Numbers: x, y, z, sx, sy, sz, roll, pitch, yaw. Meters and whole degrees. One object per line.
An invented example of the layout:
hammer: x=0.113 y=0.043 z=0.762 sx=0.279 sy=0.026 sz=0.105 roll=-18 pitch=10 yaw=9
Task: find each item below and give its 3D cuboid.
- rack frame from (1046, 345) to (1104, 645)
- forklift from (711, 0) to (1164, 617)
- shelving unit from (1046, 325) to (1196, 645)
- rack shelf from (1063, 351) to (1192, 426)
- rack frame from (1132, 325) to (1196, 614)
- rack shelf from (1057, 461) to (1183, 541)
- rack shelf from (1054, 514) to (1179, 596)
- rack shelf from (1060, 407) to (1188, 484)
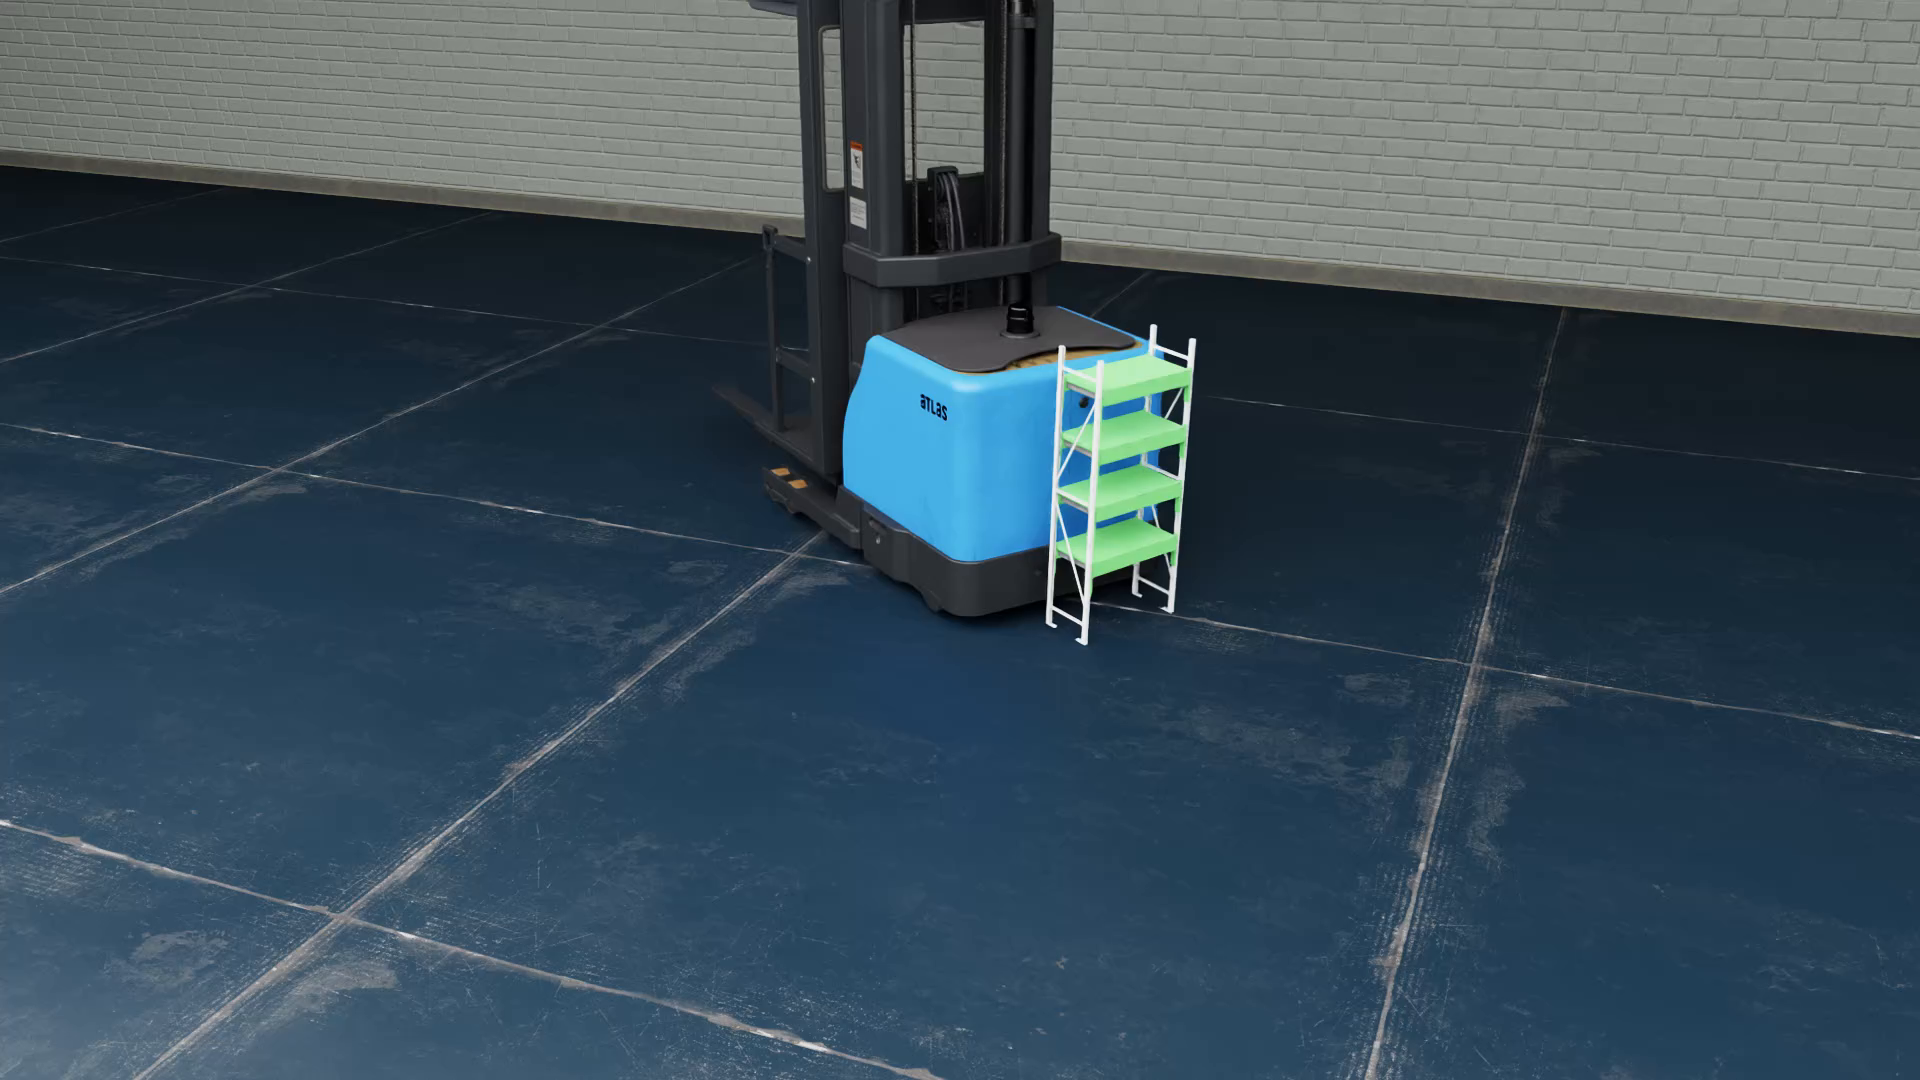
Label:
rack frame: x=0.449 y=-0.162 z=6.570 sx=0.015 sy=1.200 sz=0.240 roll=-17 pitch=30 yaw=-35
forklift: x=-0.318 y=-1.560 z=7.682 sx=1.130 sy=2.935 sz=3.031 roll=-13 pitch=26 yaw=-28
shelving unit: x=0.641 y=-0.220 z=6.709 sx=0.503 sy=1.200 sz=0.258 roll=-17 pitch=30 yaw=-35
rack shelf: x=0.650 y=-0.600 z=6.538 sx=0.480 sy=0.148 sz=0.258 roll=-17 pitch=30 yaw=-35
rack frame: x=0.833 y=-0.278 z=6.847 sx=0.015 sy=1.200 sz=0.240 roll=-17 pitch=30 yaw=-35
rack shelf: x=0.640 y=-0.162 z=6.735 sx=0.480 sy=0.148 sz=0.258 roll=-17 pitch=30 yaw=-35
rack shelf: x=0.635 y=0.057 z=6.833 sx=0.480 sy=0.148 sz=0.258 roll=-17 pitch=30 yaw=-35
rack shelf: x=0.645 y=-0.381 z=6.636 sx=0.480 sy=0.148 sz=0.258 roll=-17 pitch=30 yaw=-35
